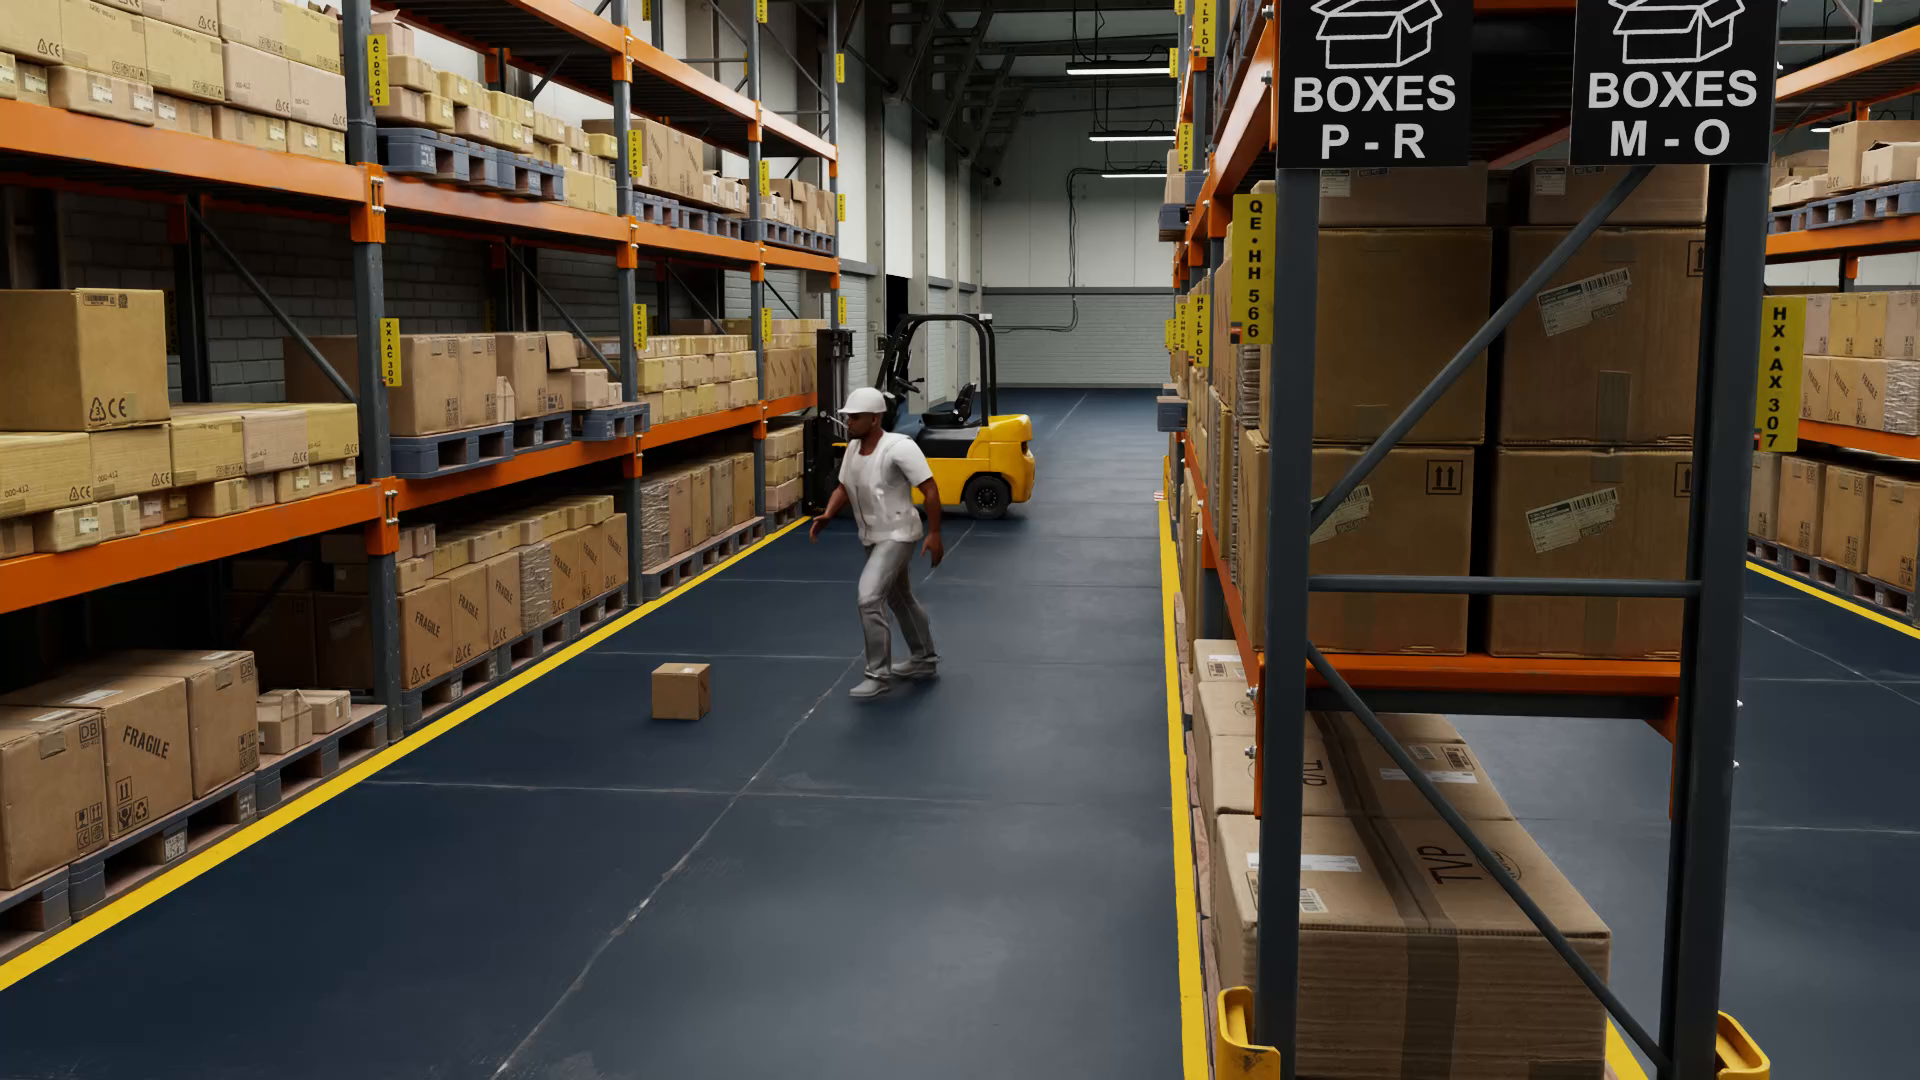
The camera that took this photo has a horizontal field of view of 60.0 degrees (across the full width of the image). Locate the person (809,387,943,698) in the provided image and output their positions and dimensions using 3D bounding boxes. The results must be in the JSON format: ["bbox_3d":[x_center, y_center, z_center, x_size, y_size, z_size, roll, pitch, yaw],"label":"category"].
[{"bbox_3d":[-0.421,-0.013,9.384,0.819,1.695,0.689,-5,9,-31],"label":"person"}]
